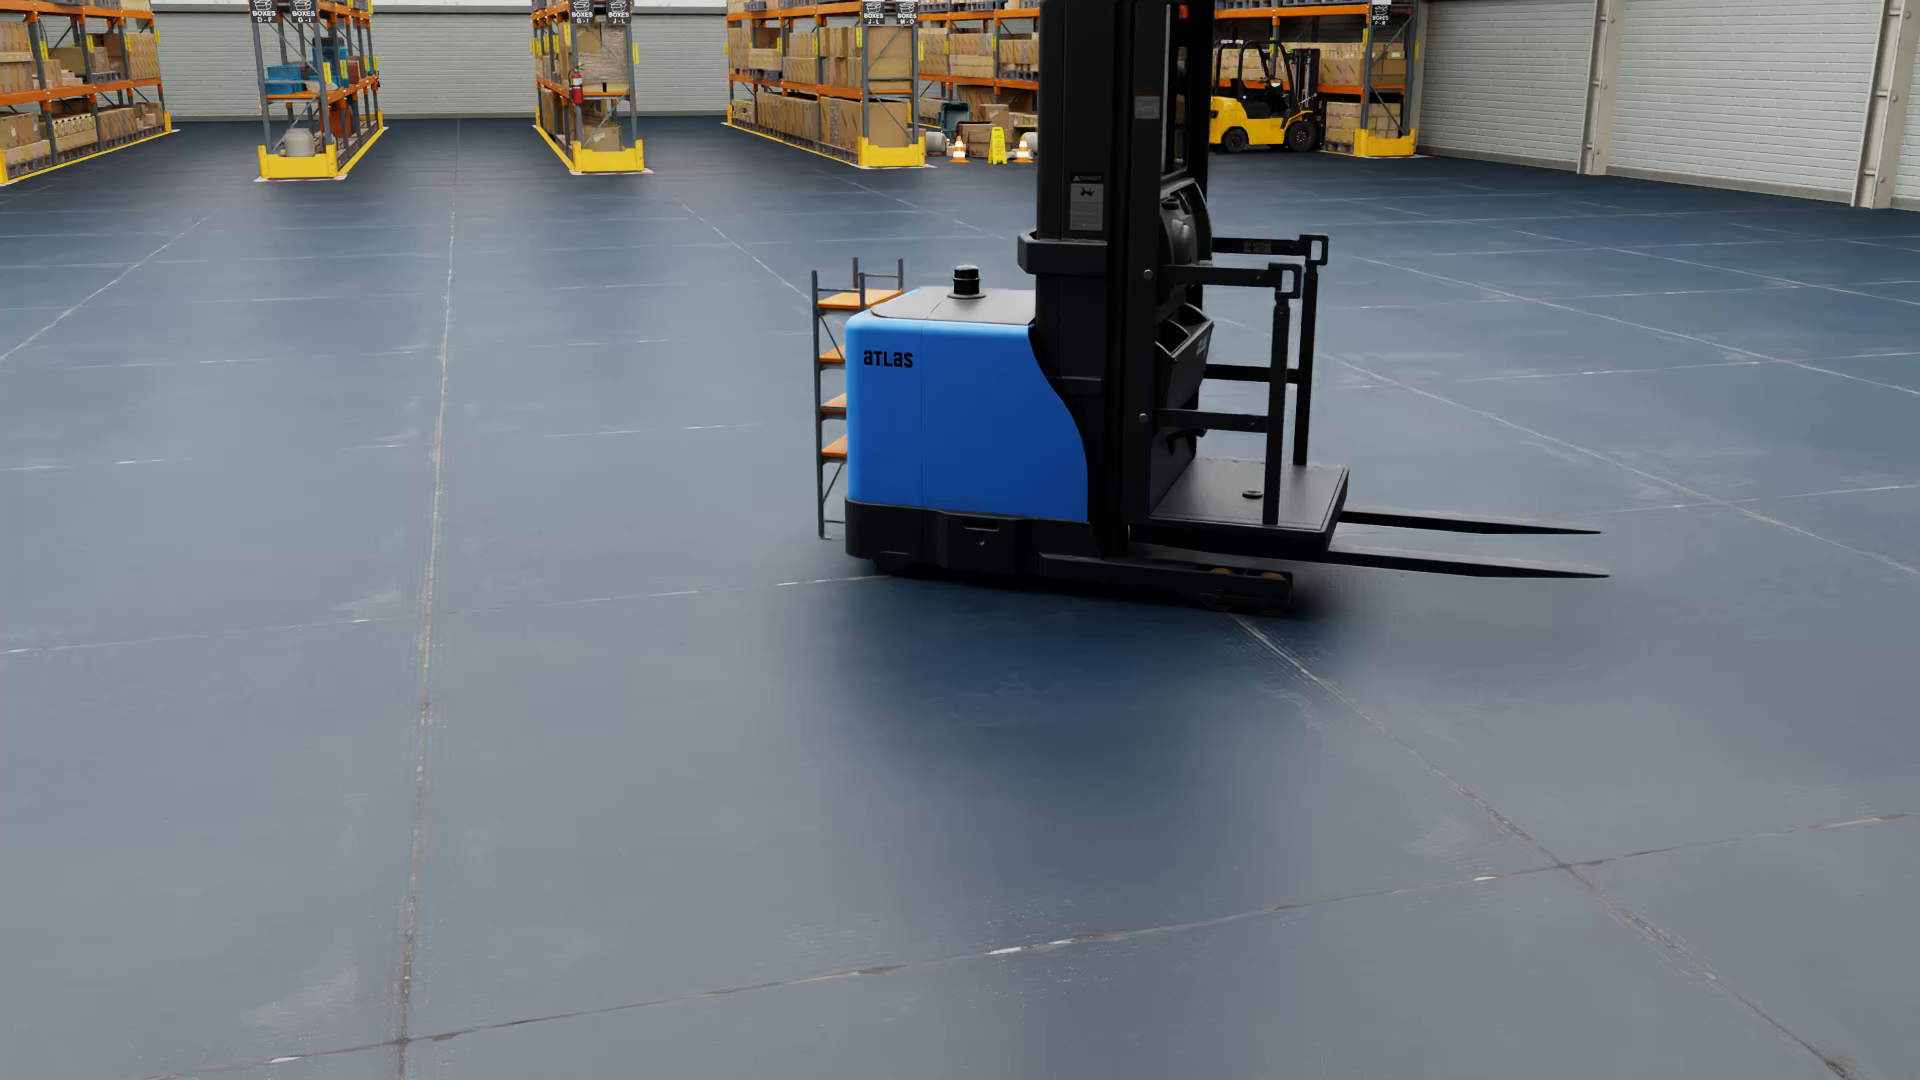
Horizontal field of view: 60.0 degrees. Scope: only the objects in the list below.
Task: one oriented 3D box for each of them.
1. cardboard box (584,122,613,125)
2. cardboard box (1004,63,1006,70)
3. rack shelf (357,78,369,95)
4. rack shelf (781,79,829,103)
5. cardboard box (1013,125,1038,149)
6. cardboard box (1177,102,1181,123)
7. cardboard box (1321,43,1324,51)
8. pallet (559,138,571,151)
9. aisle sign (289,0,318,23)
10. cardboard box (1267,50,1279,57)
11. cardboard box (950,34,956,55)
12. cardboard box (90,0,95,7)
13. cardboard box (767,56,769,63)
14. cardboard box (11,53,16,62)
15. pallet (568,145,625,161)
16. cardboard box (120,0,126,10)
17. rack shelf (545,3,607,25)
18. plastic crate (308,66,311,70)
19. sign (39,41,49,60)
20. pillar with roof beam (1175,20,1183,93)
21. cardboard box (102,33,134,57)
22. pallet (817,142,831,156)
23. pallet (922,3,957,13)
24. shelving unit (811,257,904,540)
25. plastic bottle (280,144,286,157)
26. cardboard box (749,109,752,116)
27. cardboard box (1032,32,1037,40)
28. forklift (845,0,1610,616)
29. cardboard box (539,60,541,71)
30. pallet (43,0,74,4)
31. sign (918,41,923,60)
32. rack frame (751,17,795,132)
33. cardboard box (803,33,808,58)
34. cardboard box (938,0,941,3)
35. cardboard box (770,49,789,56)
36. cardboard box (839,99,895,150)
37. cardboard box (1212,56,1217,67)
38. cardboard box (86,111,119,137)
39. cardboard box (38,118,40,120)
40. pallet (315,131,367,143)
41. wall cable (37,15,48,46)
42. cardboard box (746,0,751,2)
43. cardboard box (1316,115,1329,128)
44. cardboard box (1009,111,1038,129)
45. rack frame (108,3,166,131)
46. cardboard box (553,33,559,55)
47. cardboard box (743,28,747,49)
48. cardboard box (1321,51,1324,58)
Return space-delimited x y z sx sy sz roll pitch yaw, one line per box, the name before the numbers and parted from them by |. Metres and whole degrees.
cardboard box | -6.537 -7.306 30.177 0.500 0.500 0.500 -3 17 -10
cardboard box | 1.210 -10.764 37.778 0.380 0.149 0.250 -6 18 -18
rack shelf | -13.541 -9.821 36.184 1.077 0.370 4.000 -5 17 -15
rack shelf | -2.882 -9.470 35.016 1.077 0.370 4.000 -5 17 -15
cardboard box | 1.385 -8.081 33.481 0.500 0.500 0.500 7 18 23
cardboard box | 5.621 -10.424 40.556 0.500 0.500 0.500 -5 17 -16
cardboard box | 7.542 -9.975 33.628 0.380 0.149 0.250 -4 17 -14
pallet | -7.684 -8.115 34.102 1.003 0.211 1.213 -5 17 -15
aisle sign | -10.491 -8.648 26.509 0.394 0.787 0.004 -5 17 -15
cardboard box | 6.863 -10.510 35.925 0.380 0.149 0.250 -4 17 -13
cardboard box | 0.045 -12.276 41.195 0.500 0.500 0.500 -4 17 -15
cardboard box | -18.190 -11.109 33.834 0.910 0.500 0.500 -5 17 -15
cardboard box | -4.155 -10.838 37.509 0.380 0.149 0.250 -4 17 -14
cardboard box | -16.027 -8.064 27.783 0.380 0.149 0.250 -4 17 -14
pallet | -6.911 -7.379 31.651 1.003 0.211 1.213 -5 17 -15
cardboard box | -18.750 -11.847 36.725 0.500 0.250 0.500 -5 17 -15
rack shelf | -7.679 -10.543 33.372 1.077 0.370 4.000 -5 17 -15
plastic crate | -12.494 -8.779 31.491 0.392 0.384 0.575 -5 17 -15
sign | -16.122 -8.612 29.266 0.100 0.325 0.005 -5 17 -15
pillar with roof beam | 1.508 -15.084 42.026 9.100 9.000 0.400 -5 17 -15
cardboard box | -18.713 -11.008 36.971 0.500 0.500 0.500 -4 17 -14
pallet | -2.199 -7.710 32.751 1.003 0.211 1.213 -5 17 -15
pallet | -0.346 -13.852 43.293 1.003 0.211 1.213 -5 17 -15
shelving unit | -0.445 -0.639 7.494 0.258 1.200 0.503 5 17 17
plastic bottle | -11.719 -6.743 28.787 0.097 0.201 0.097 0 17 0
cardboard box | -5.010 -10.589 41.197 0.380 0.149 0.250 -6 18 -18
cardboard box | 1.755 -10.757 35.499 0.380 0.149 0.250 -5 18 -18
forklift | 1.091 -1.279 6.616 3.031 2.935 1.130 5 17 17
cardboard box | -9.987 -11.567 40.488 0.500 0.250 0.500 -4 17 -14
pallet | -17.172 -10.078 30.903 1.003 0.211 1.213 -4 17 -13
sign | -0.698 -8.650 29.392 0.100 0.325 0.005 -5 17 -15
rack frame | -4.531 -11.475 40.438 1.000 3.000 0.127 -5 17 -15
cardboard box | -2.894 -10.347 34.772 0.700 0.500 0.500 -5 17 -16
cardboard box | -0.355 -13.684 42.111 0.380 0.149 0.250 -4 17 -14
cardboard box | -4.007 -10.833 36.975 0.380 0.149 0.250 -5 18 -17
cardboard box | -1.727 -7.764 31.050 0.875 0.875 0.875 -5 17 -16
cardboard box | 6.095 -11.068 38.476 0.500 0.250 0.500 -4 17 -14
cardboard box | -17.887 -8.667 34.673 0.500 0.500 0.500 -5 17 -16
cardboard box | -17.461 -7.779 31.208 0.500 0.311 0.500 -5 17 -16
pallet | -13.579 -8.829 36.476 1.003 0.211 1.213 -5 17 -15
wall cable | -25.926 -14.021 43.884 3.097 2.526 0.112 -5 17 -15
cardboard box | -4.903 -13.186 40.314 0.500 0.250 0.500 -6 18 -18
cardboard box | 7.546 -8.482 33.657 0.500 0.250 0.500 -5 17 -17
cardboard box | 1.445 -9.573 37.945 0.950 0.372 0.625 -6 18 -19
rack frame | -19.953 -11.435 40.305 1.000 3.000 0.127 -5 17 -15
cardboard box | -8.414 -10.736 36.061 0.797 0.503 0.637 -4 17 -13
cardboard box | -5.068 -12.395 41.073 0.500 0.500 0.500 -5 18 -17
cardboard box | 7.547 -9.829 33.660 0.380 0.149 0.250 -5 17 -16
